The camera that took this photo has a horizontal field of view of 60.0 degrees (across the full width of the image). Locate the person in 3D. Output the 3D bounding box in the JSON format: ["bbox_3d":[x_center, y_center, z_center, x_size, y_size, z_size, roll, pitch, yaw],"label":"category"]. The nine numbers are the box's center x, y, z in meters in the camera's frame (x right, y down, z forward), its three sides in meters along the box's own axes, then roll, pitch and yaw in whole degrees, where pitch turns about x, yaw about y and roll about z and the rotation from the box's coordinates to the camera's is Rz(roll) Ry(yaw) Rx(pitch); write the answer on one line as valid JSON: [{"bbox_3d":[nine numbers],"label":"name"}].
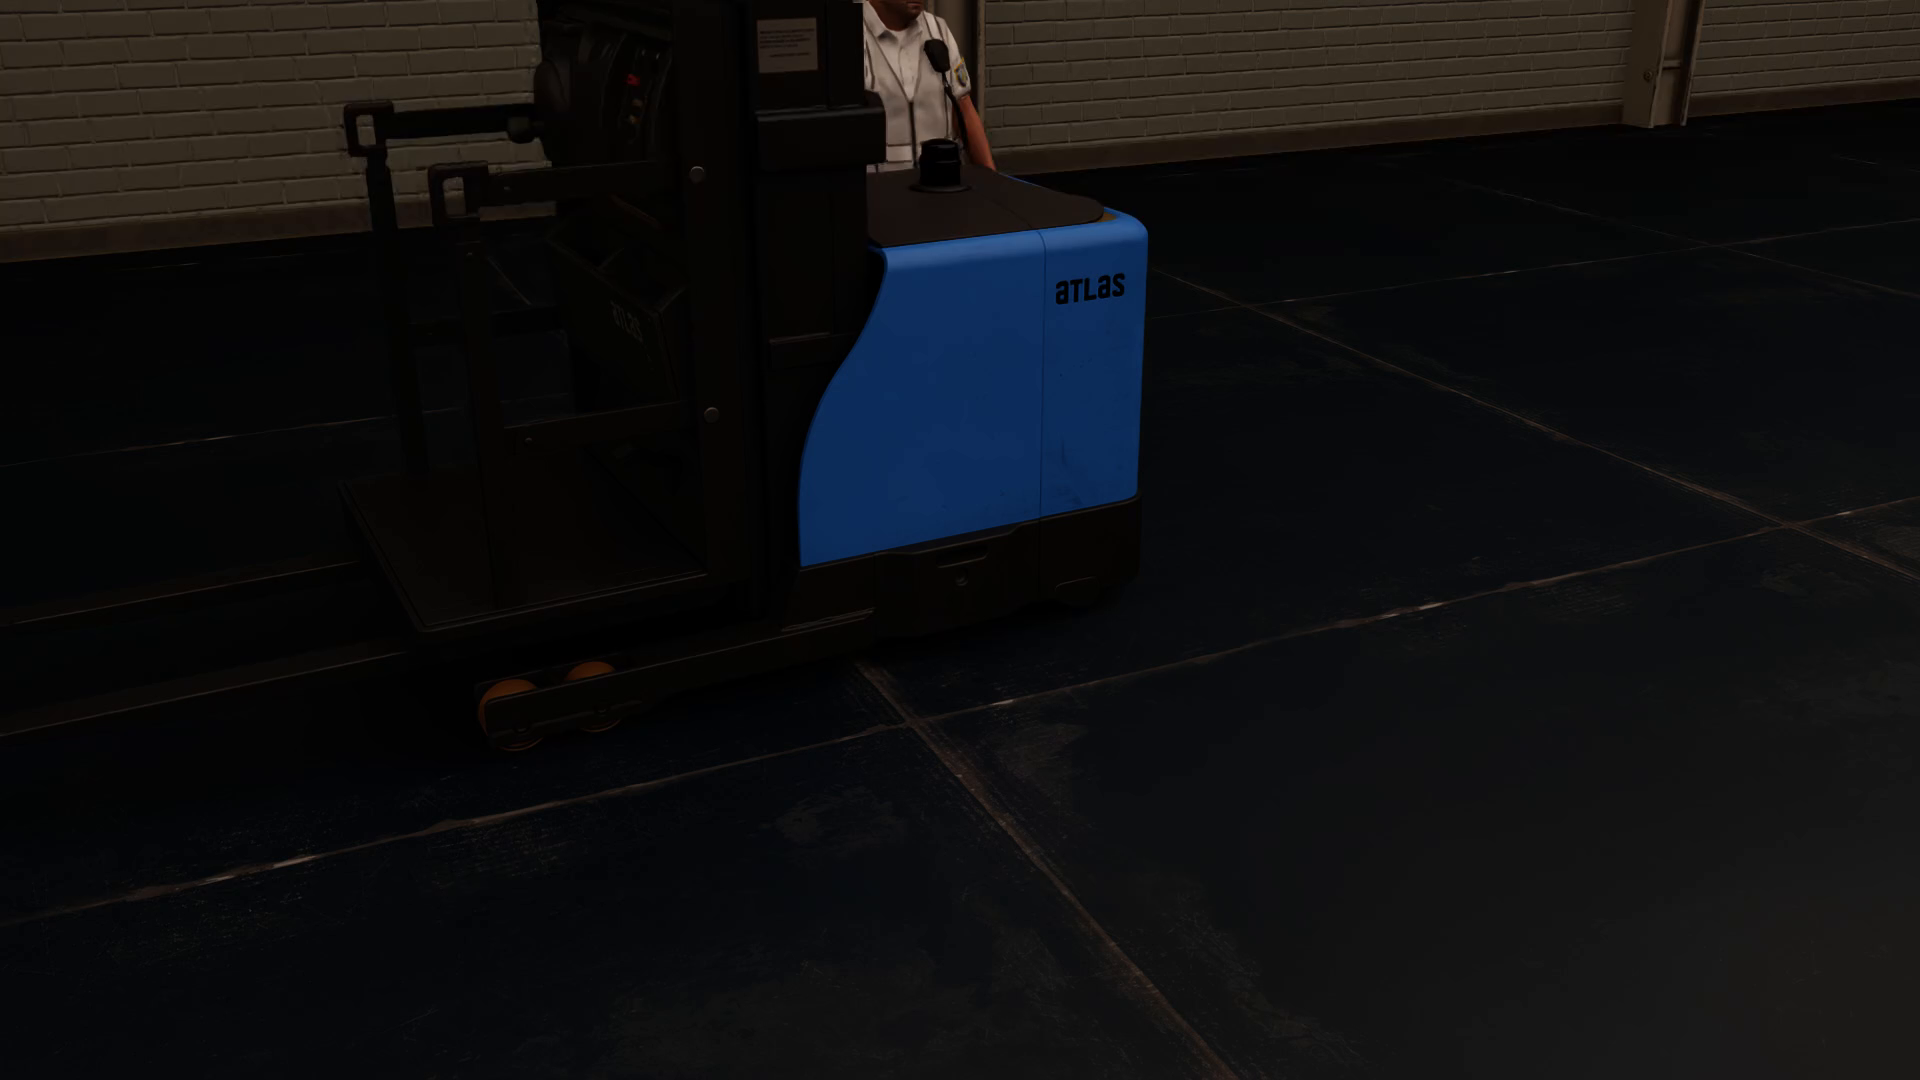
[{"bbox_3d":[-0.217,-1.154,5.636,0.773,1.726,0.381,-13,26,-29],"label":"person"}]

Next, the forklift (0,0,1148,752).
[{"bbox_3d":[-1.037,-1.088,3.904,3.031,2.935,1.130,-12,25,-26],"label":"forklift"}]
